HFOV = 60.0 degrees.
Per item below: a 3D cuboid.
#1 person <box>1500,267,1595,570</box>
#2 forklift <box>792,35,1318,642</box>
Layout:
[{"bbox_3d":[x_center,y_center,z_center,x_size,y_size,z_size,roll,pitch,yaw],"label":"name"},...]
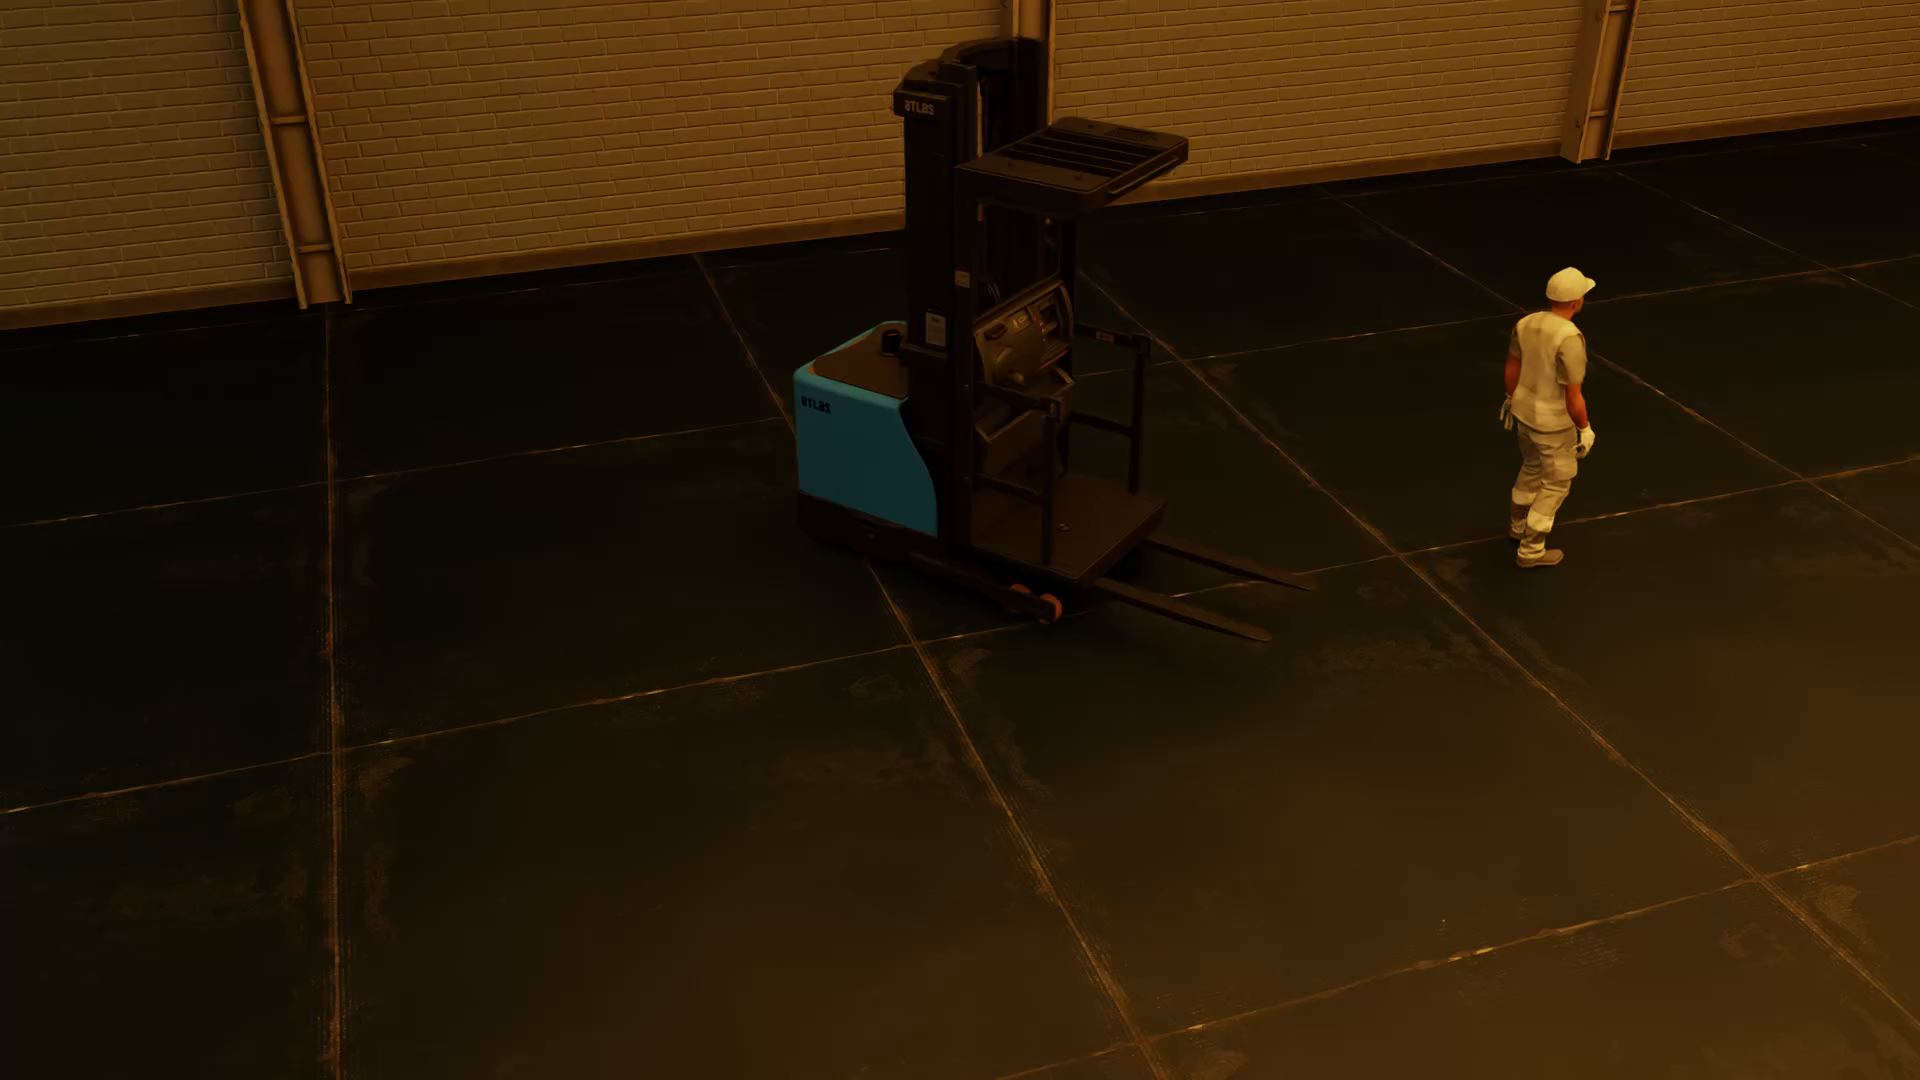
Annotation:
[{"bbox_3d":[3.402,-0.689,9.474,0.506,1.814,0.630,-10,31,-17],"label":"person"},{"bbox_3d":[0.526,-1.106,9.009,3.031,2.935,1.130,18,35,29],"label":"forklift"}]
